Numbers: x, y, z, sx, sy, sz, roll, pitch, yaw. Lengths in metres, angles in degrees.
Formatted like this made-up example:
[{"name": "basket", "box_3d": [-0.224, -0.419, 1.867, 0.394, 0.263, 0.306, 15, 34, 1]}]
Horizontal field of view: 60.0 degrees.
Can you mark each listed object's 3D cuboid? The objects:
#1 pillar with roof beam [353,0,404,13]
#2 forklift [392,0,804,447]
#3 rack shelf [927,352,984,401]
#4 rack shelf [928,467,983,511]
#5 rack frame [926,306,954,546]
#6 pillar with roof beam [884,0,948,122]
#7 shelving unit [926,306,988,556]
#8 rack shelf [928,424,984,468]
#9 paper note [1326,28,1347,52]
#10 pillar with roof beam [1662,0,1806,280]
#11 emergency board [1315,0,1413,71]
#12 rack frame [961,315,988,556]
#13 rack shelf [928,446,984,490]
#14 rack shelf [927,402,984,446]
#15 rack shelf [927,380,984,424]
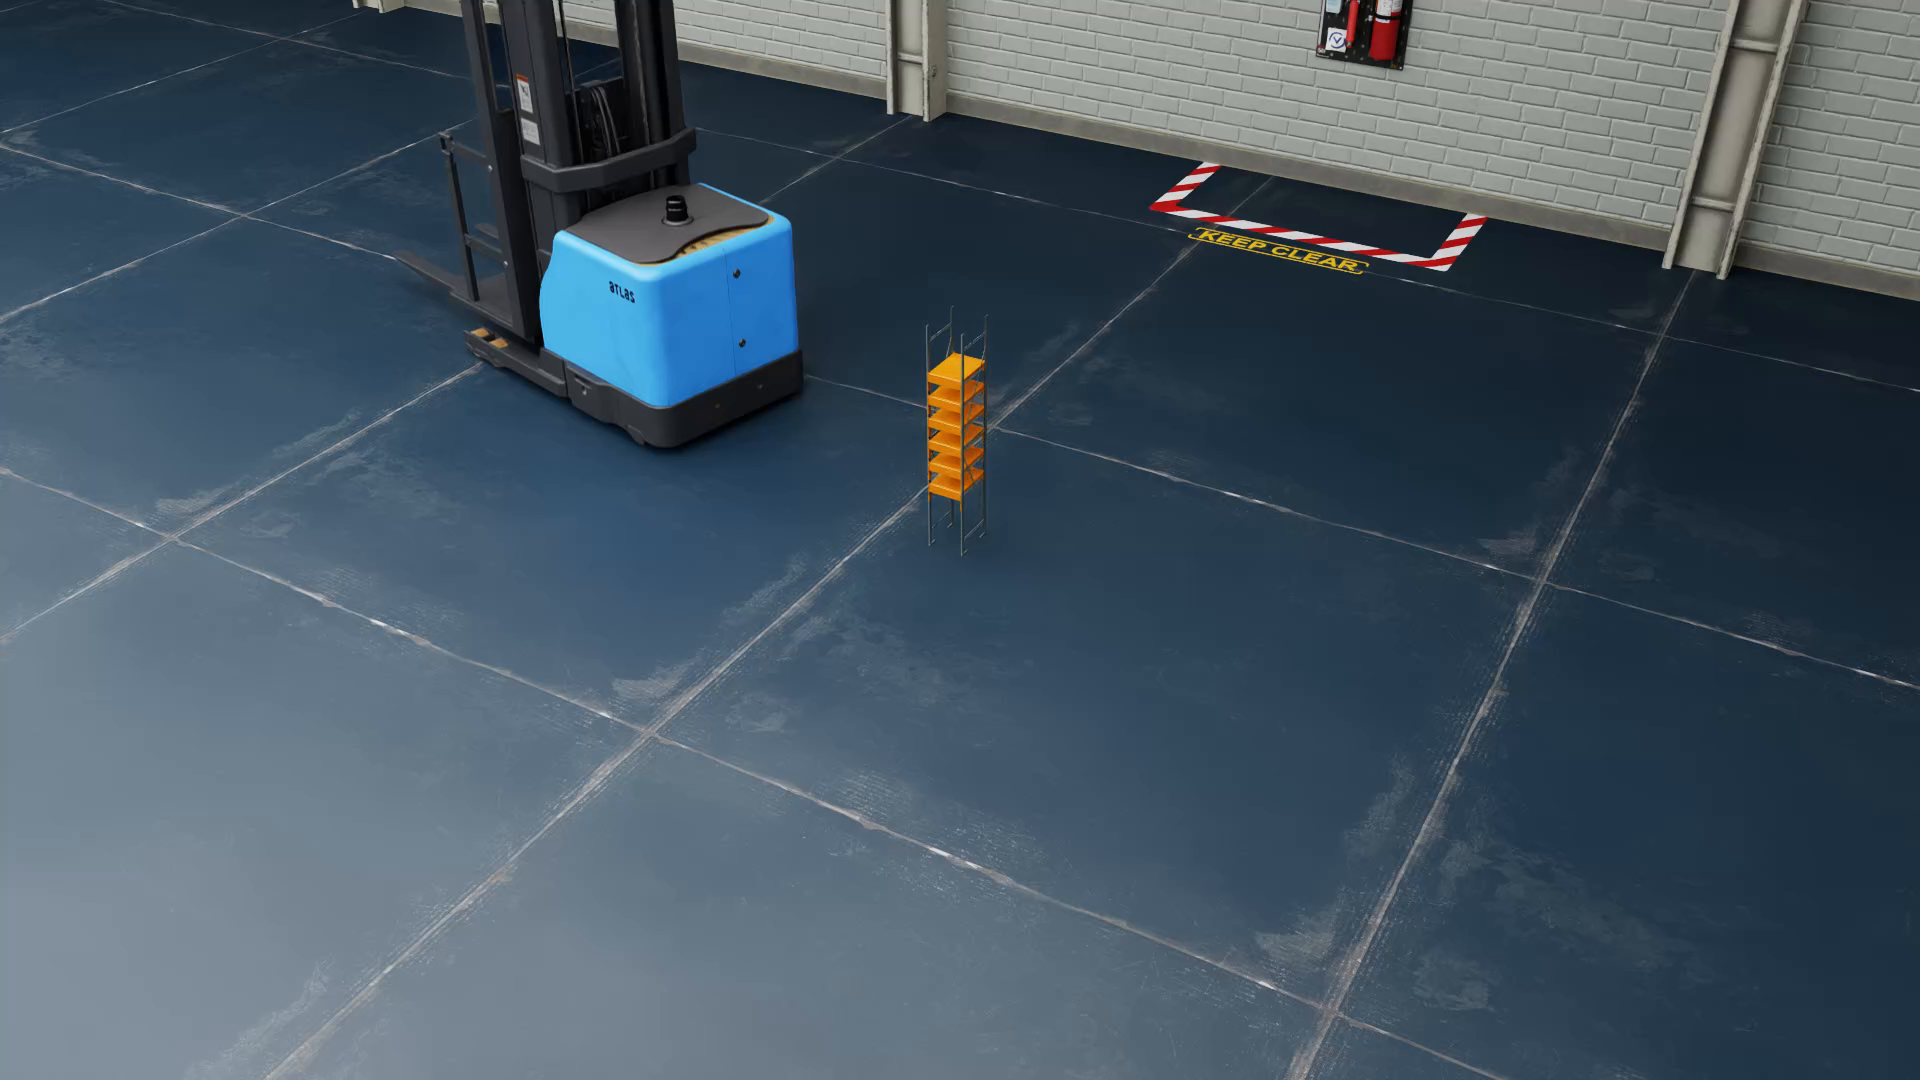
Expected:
[{"name": "pillar with roof beam", "box_3d": [-7.689, -6.788, 10.325, 0.400, 9.000, 9.100, 18, 37, 24]}, {"name": "forklift", "box_3d": [-2.299, -2.418, 9.237, 3.031, 2.935, 1.130, 28, 43, 35]}, {"name": "rack shelf", "box_3d": [-0.013, -0.766, 7.748, 0.180, 0.103, 0.258, 18, 37, 24]}, {"name": "rack shelf", "box_3d": [-0.013, -0.267, 8.081, 0.180, 0.103, 0.258, 18, 37, 24]}, {"name": "rack frame", "box_3d": [-0.092, -0.529, 7.961, 0.006, 1.200, 0.240, 18, 37, 24]}, {"name": "pillar with roof beam", "box_3d": [-2.479, -5.138, 7.847, 0.400, 9.000, 9.100, 18, 37, 24]}, {"name": "shelving unit", "box_3d": [-0.013, -0.503, 7.923, 0.189, 1.200, 0.258, 18, 37, 24]}, {"name": "rack shelf", "box_3d": [-0.013, -0.466, 7.948, 0.180, 0.103, 0.258, 18, 37, 24]}, {"name": "paper note", "box_3d": [2.620, -3.476, 11.558, 0.142, 0.148, 0.016, 18, 37, 24]}, {"name": "pillar with roof beam", "box_3d": [2.730, -3.488, 5.369, 0.400, 9.000, 9.100, 18, 37, 24]}, {"name": "emergency board", "box_3d": [2.739, -3.761, 11.191, 0.643, 1.169, 0.194, 18, 37, 24]}, {"name": "rack frame", "box_3d": [0.067, -0.478, 7.886, 0.006, 1.200, 0.240, 18, 37, 24]}, {"name": "rack shelf", "box_3d": [-0.013, -0.367, 8.015, 0.180, 0.103, 0.258, 18, 37, 24]}, {"name": "rack shelf", "box_3d": [-0.013, -0.566, 7.882, 0.180, 0.103, 0.258, 18, 37, 24]}, {"name": "rack shelf", "box_3d": [-0.013, -0.666, 7.815, 0.180, 0.103, 0.258, 18, 37, 24]}]
